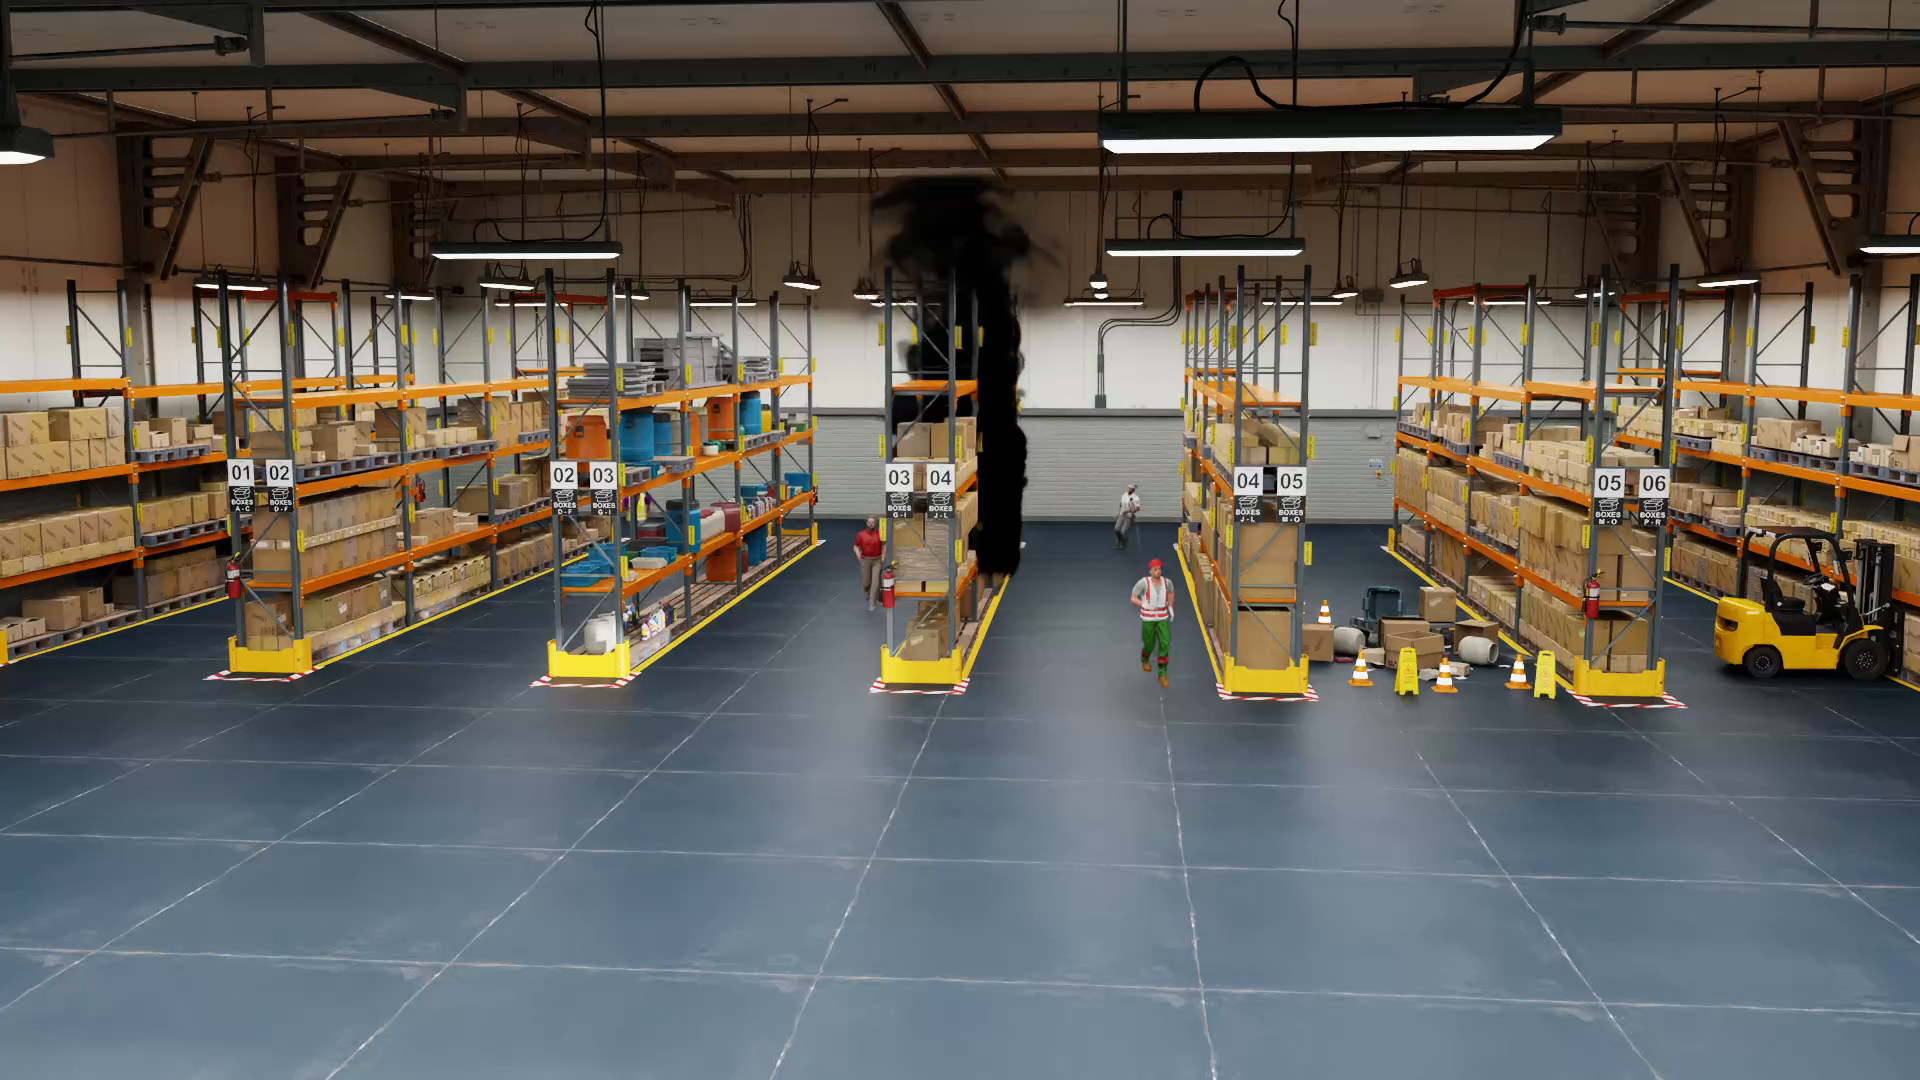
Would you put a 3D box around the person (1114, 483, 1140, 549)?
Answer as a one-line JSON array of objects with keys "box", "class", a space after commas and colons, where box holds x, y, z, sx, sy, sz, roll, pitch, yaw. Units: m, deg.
[{"box": [3.931, -0.567, 39.272, 0.664, 1.606, 0.518, 5, 8, 33], "class": "person"}]

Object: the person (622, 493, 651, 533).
[{"box": [-7.299, -0.398, 37.387, 0.661, 1.836, 0.771, 0, 7, -4], "class": "person"}]

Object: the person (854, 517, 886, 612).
[{"box": [-1.610, 0.424, 30.418, 0.663, 1.700, 0.729, -1, 7, -5], "class": "person"}]

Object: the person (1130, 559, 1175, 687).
[{"box": [2.795, 1.153, 23.975, 0.694, 1.788, 0.947, -1, 7, -8], "class": "person"}]
